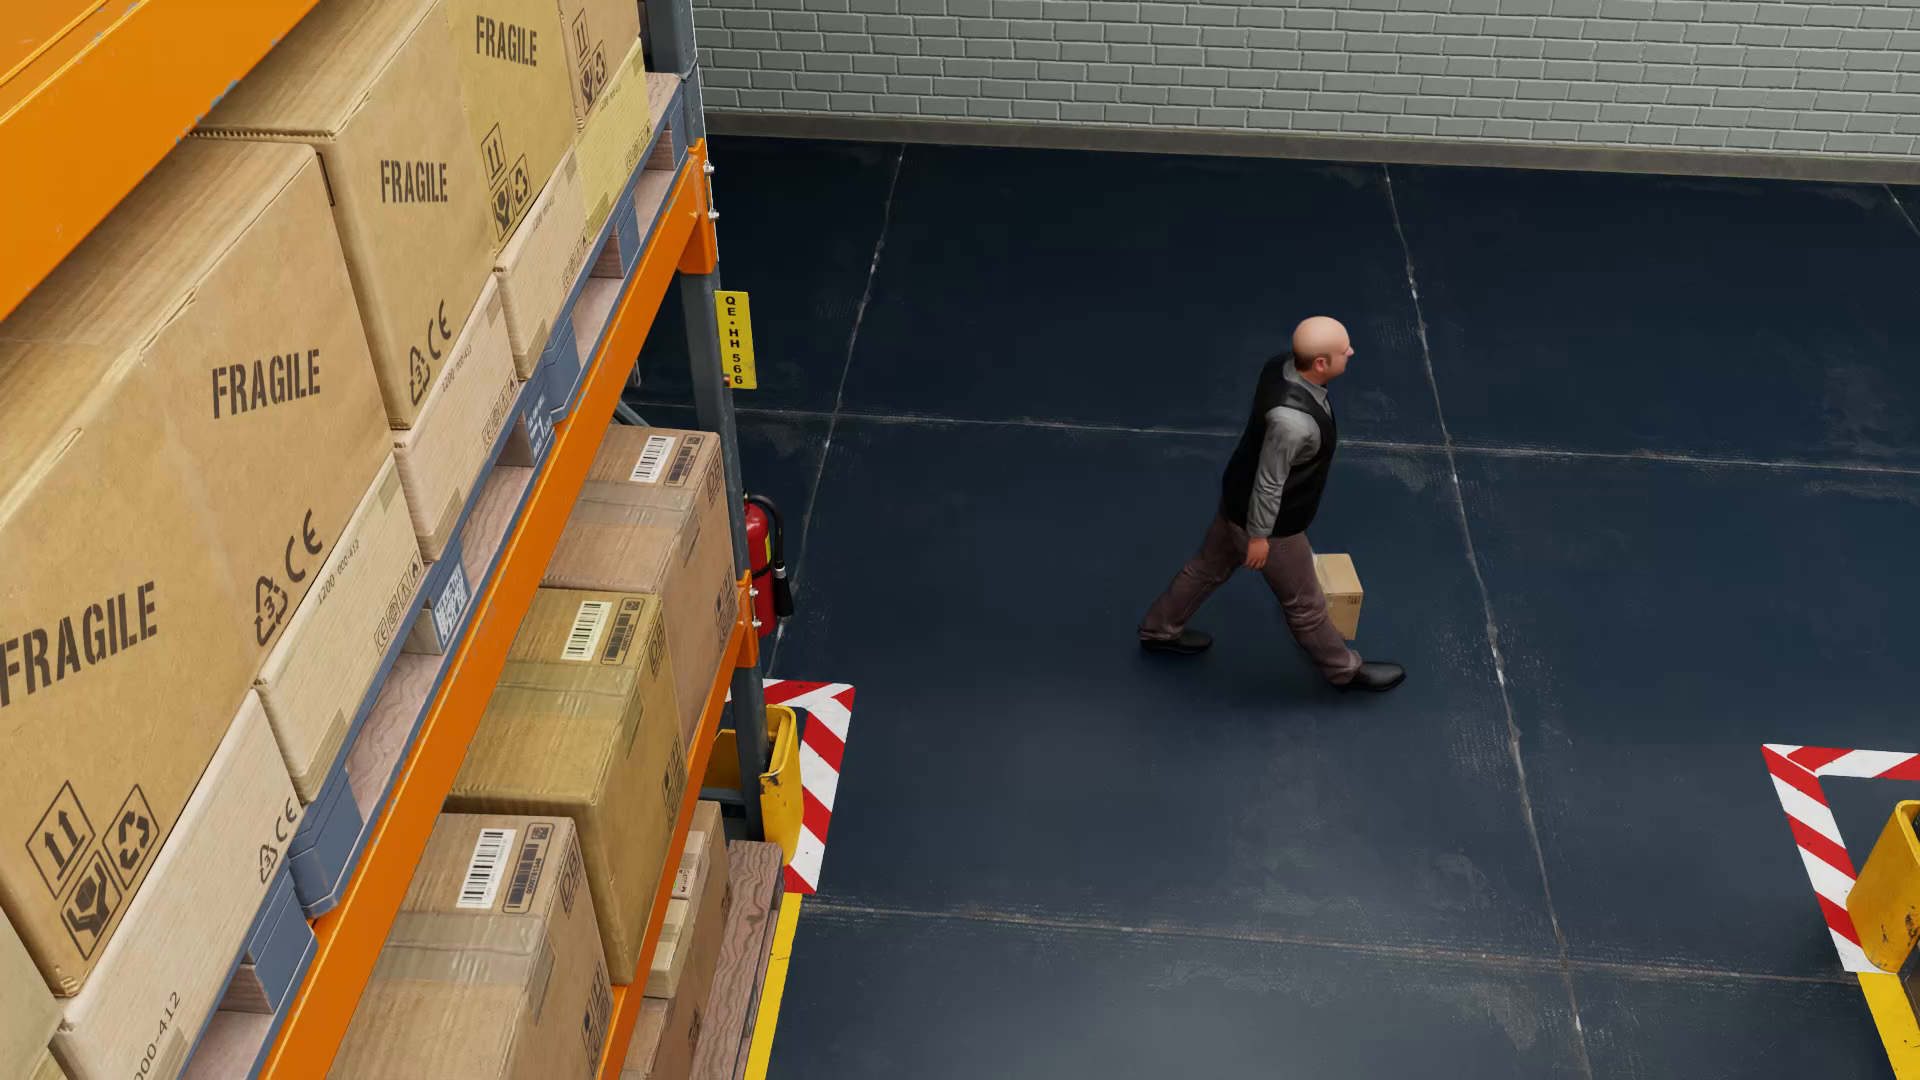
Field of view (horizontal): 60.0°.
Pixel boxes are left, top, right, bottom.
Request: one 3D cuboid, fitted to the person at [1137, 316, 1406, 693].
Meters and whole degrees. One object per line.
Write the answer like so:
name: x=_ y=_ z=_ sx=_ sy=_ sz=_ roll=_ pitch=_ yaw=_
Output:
person: x=1.262 y=-0.144 z=6.349 sx=1.067 sy=1.645 sz=0.547 roll=3 pitch=40 yaw=3
